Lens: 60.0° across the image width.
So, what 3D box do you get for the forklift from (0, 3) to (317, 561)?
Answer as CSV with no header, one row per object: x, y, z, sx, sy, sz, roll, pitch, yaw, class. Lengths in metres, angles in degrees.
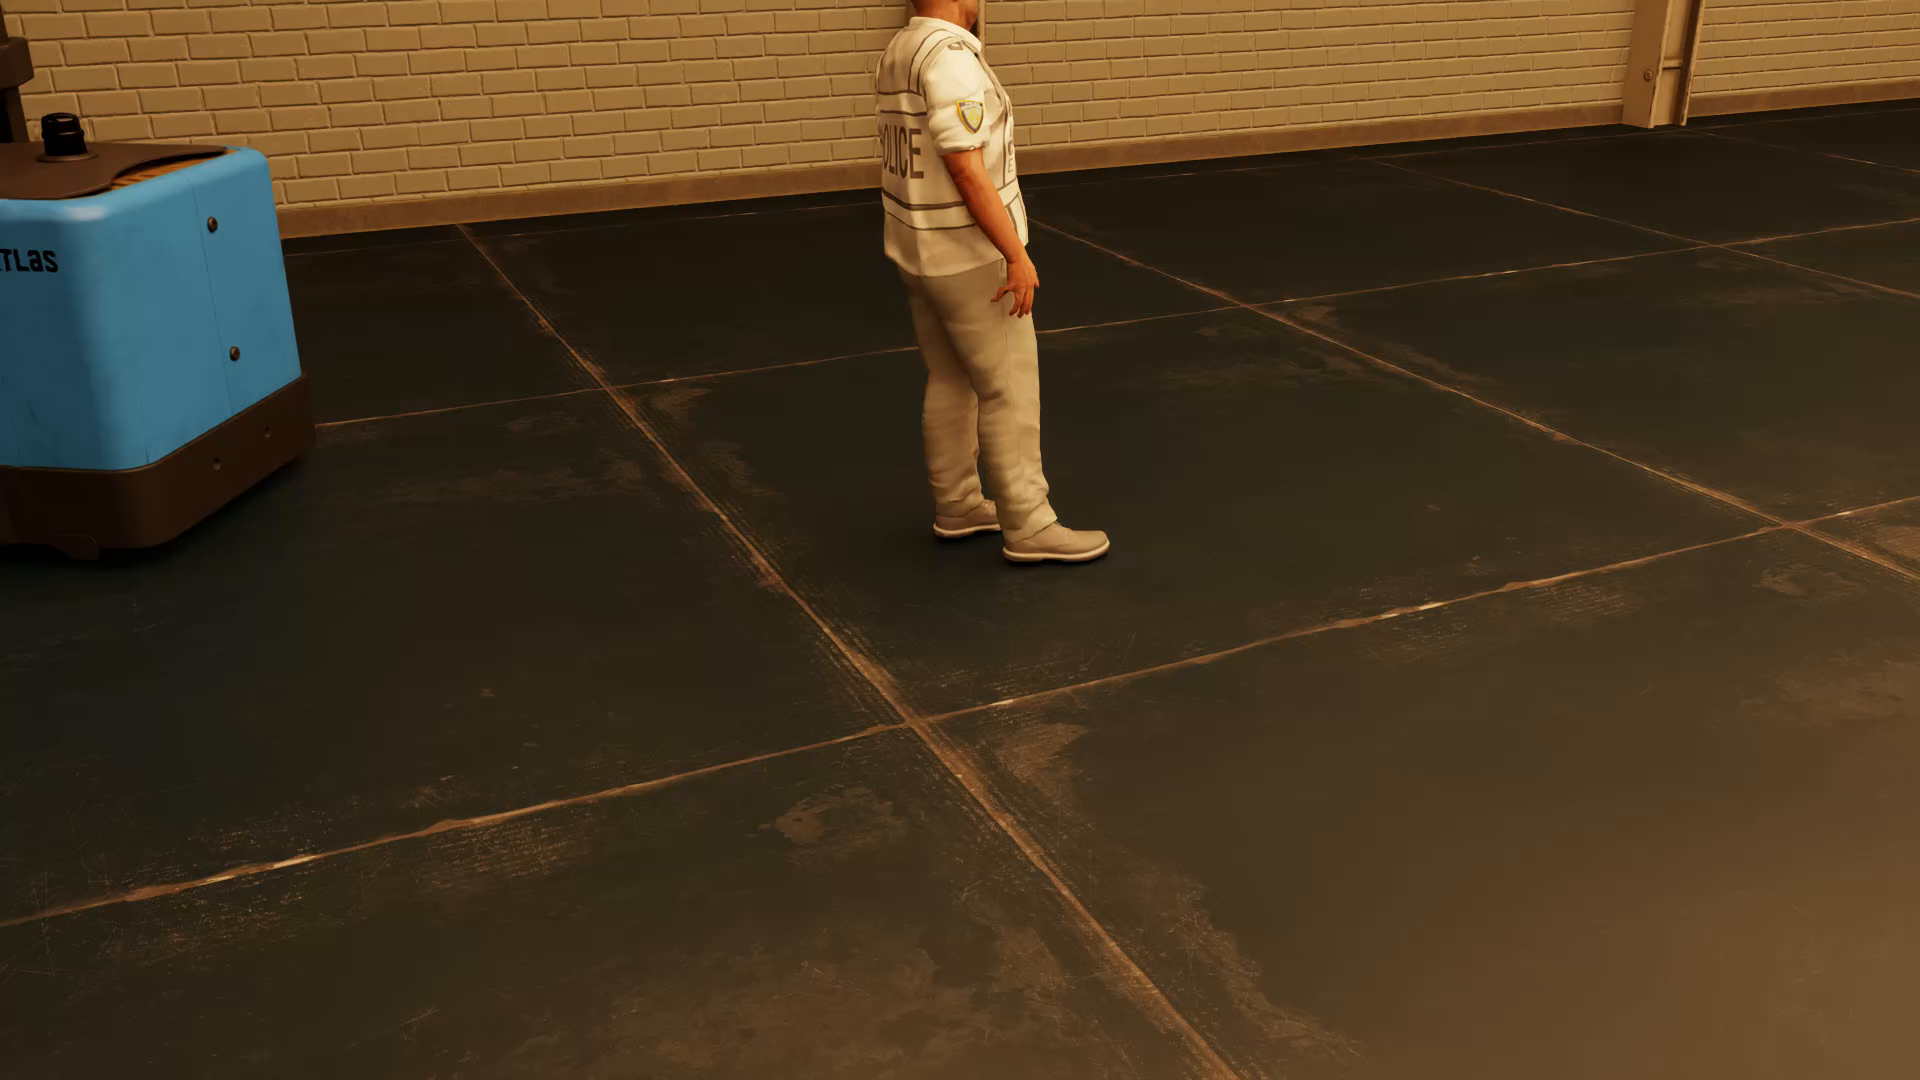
-3.774,-1.530,4.968,3.031,2.935,1.130,3,23,7,forklift

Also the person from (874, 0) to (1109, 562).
0.075,-0.838,4.782,0.575,1.781,0.640,-10,25,-23,person
